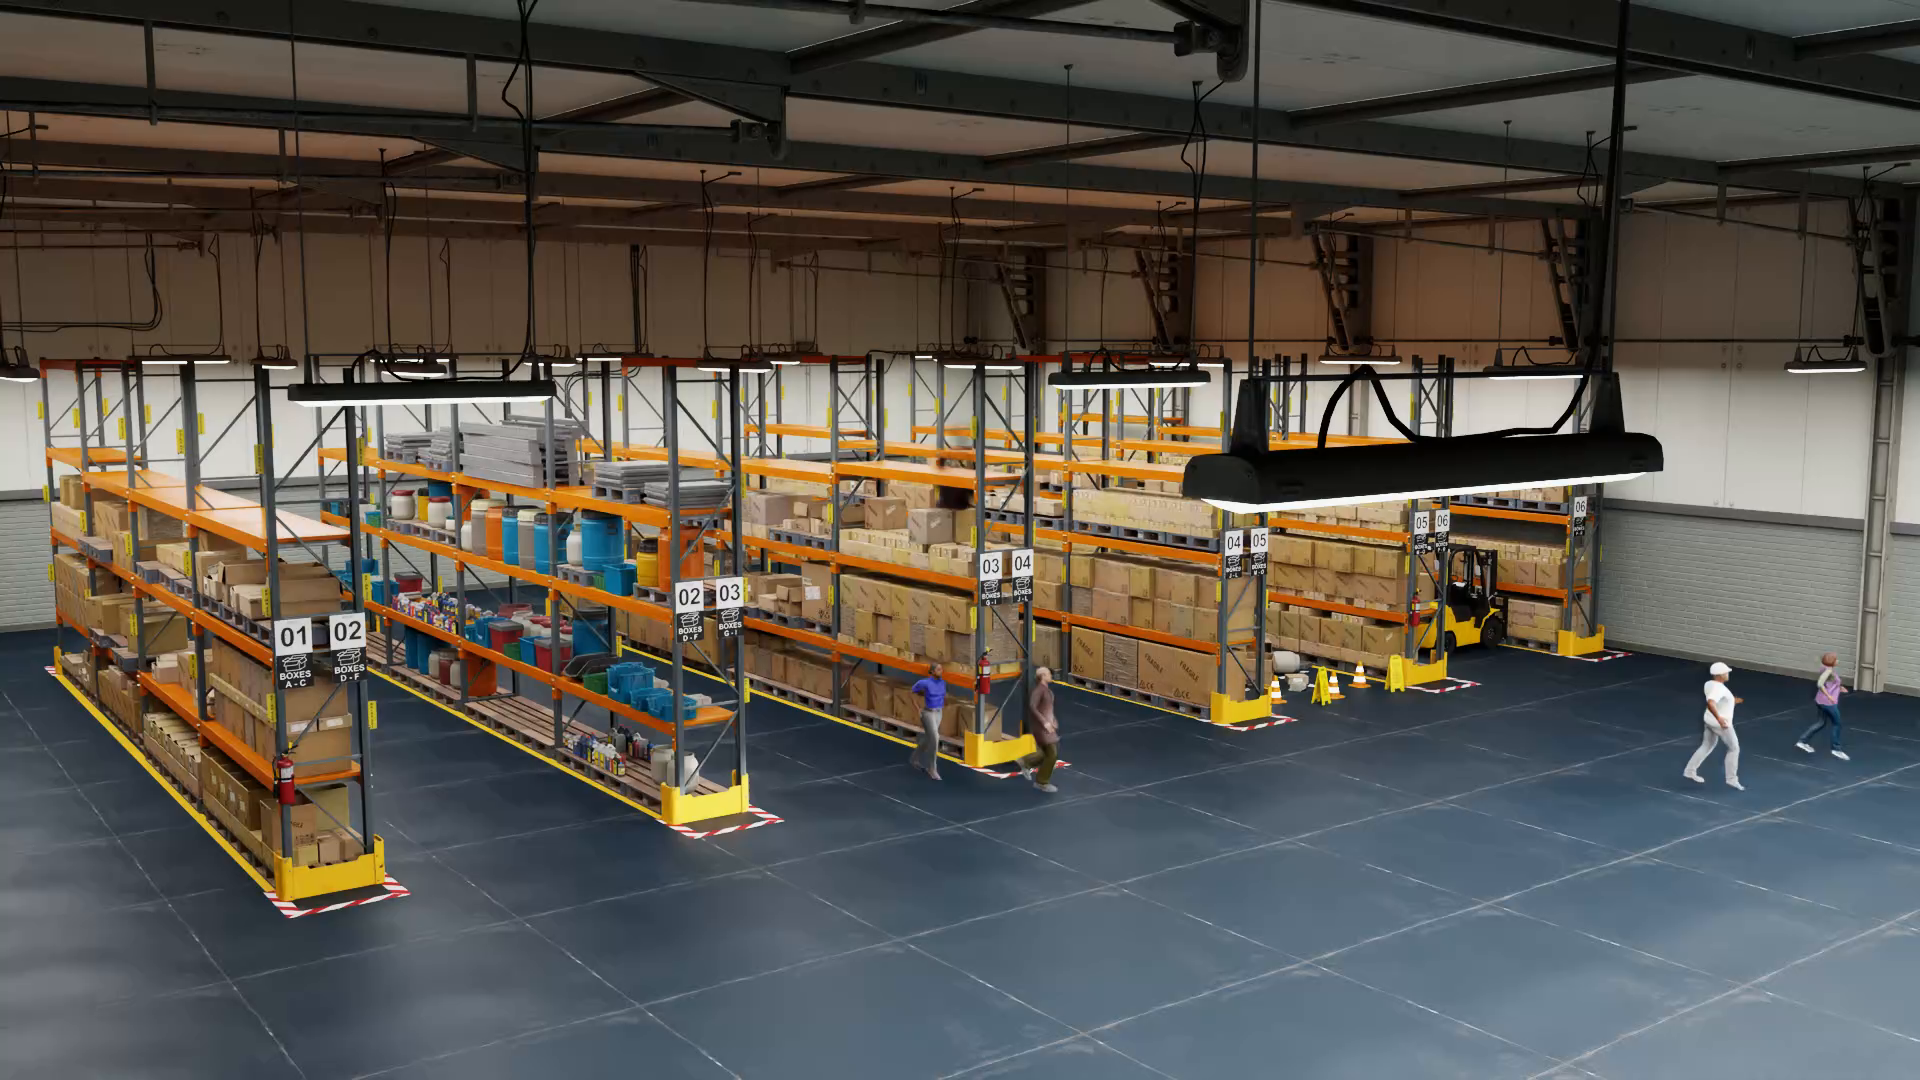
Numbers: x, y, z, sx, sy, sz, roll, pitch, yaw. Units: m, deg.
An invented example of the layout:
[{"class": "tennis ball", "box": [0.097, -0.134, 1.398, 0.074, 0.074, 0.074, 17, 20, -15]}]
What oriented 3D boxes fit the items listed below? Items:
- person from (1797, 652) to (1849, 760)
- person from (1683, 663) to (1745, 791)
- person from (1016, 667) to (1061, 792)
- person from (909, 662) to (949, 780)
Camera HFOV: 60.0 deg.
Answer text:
[{"class": "person", "box": [13.141, 2.508, 25.247, 0.727, 1.627, 0.547, 2, 7, 13]}, {"class": "person", "box": [10.690, 2.631, 23.487, 0.820, 1.821, 0.677, 0, 7, -2]}, {"class": "person", "box": [1.159, 2.668, 23.607, 0.573, 1.738, 0.749, 2, 7, 15]}, {"class": "person", "box": [-0.423, 2.618, 24.359, 0.772, 1.689, 0.571, 6, 9, 42]}]
